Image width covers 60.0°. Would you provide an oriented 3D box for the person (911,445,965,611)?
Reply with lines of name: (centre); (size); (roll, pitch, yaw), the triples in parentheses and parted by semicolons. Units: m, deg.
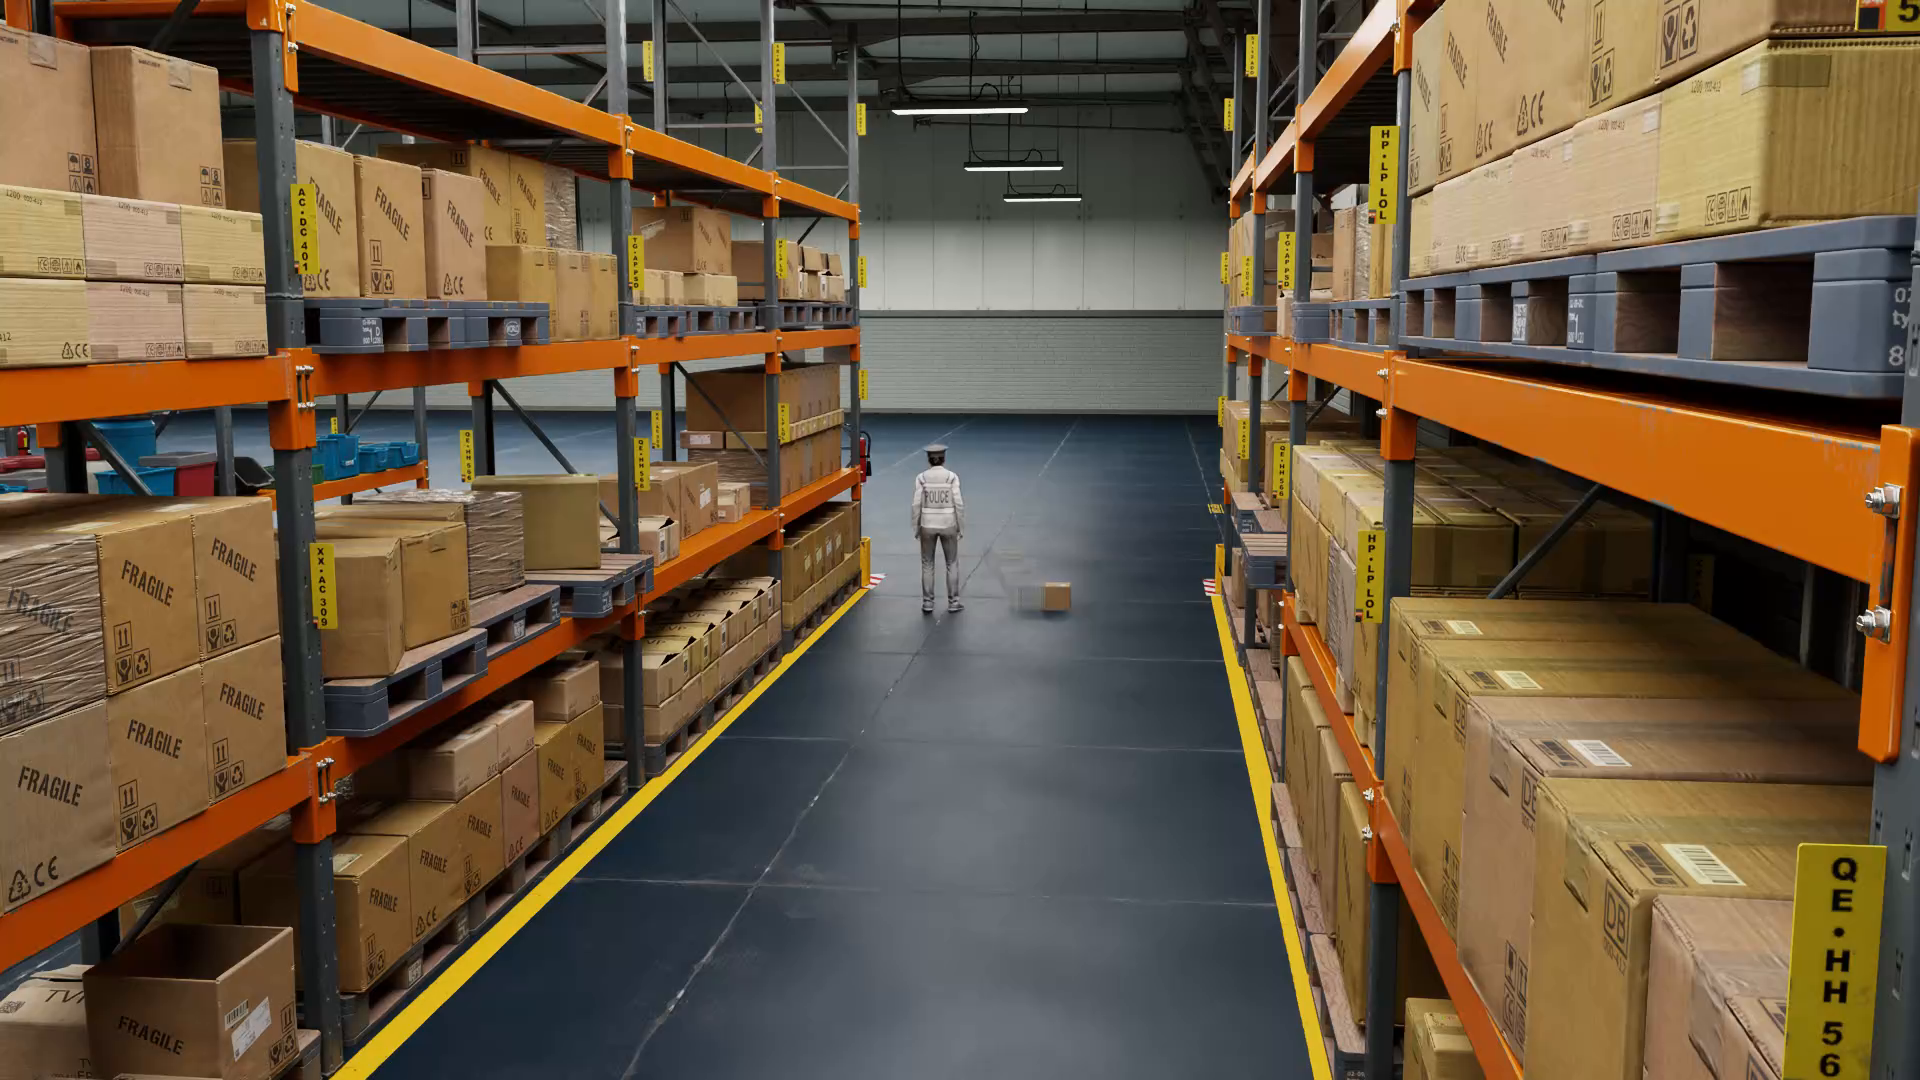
person: (-0.219, -0.113, 16.624); (0.531, 1.662, 0.376); (0, 8, 3)
